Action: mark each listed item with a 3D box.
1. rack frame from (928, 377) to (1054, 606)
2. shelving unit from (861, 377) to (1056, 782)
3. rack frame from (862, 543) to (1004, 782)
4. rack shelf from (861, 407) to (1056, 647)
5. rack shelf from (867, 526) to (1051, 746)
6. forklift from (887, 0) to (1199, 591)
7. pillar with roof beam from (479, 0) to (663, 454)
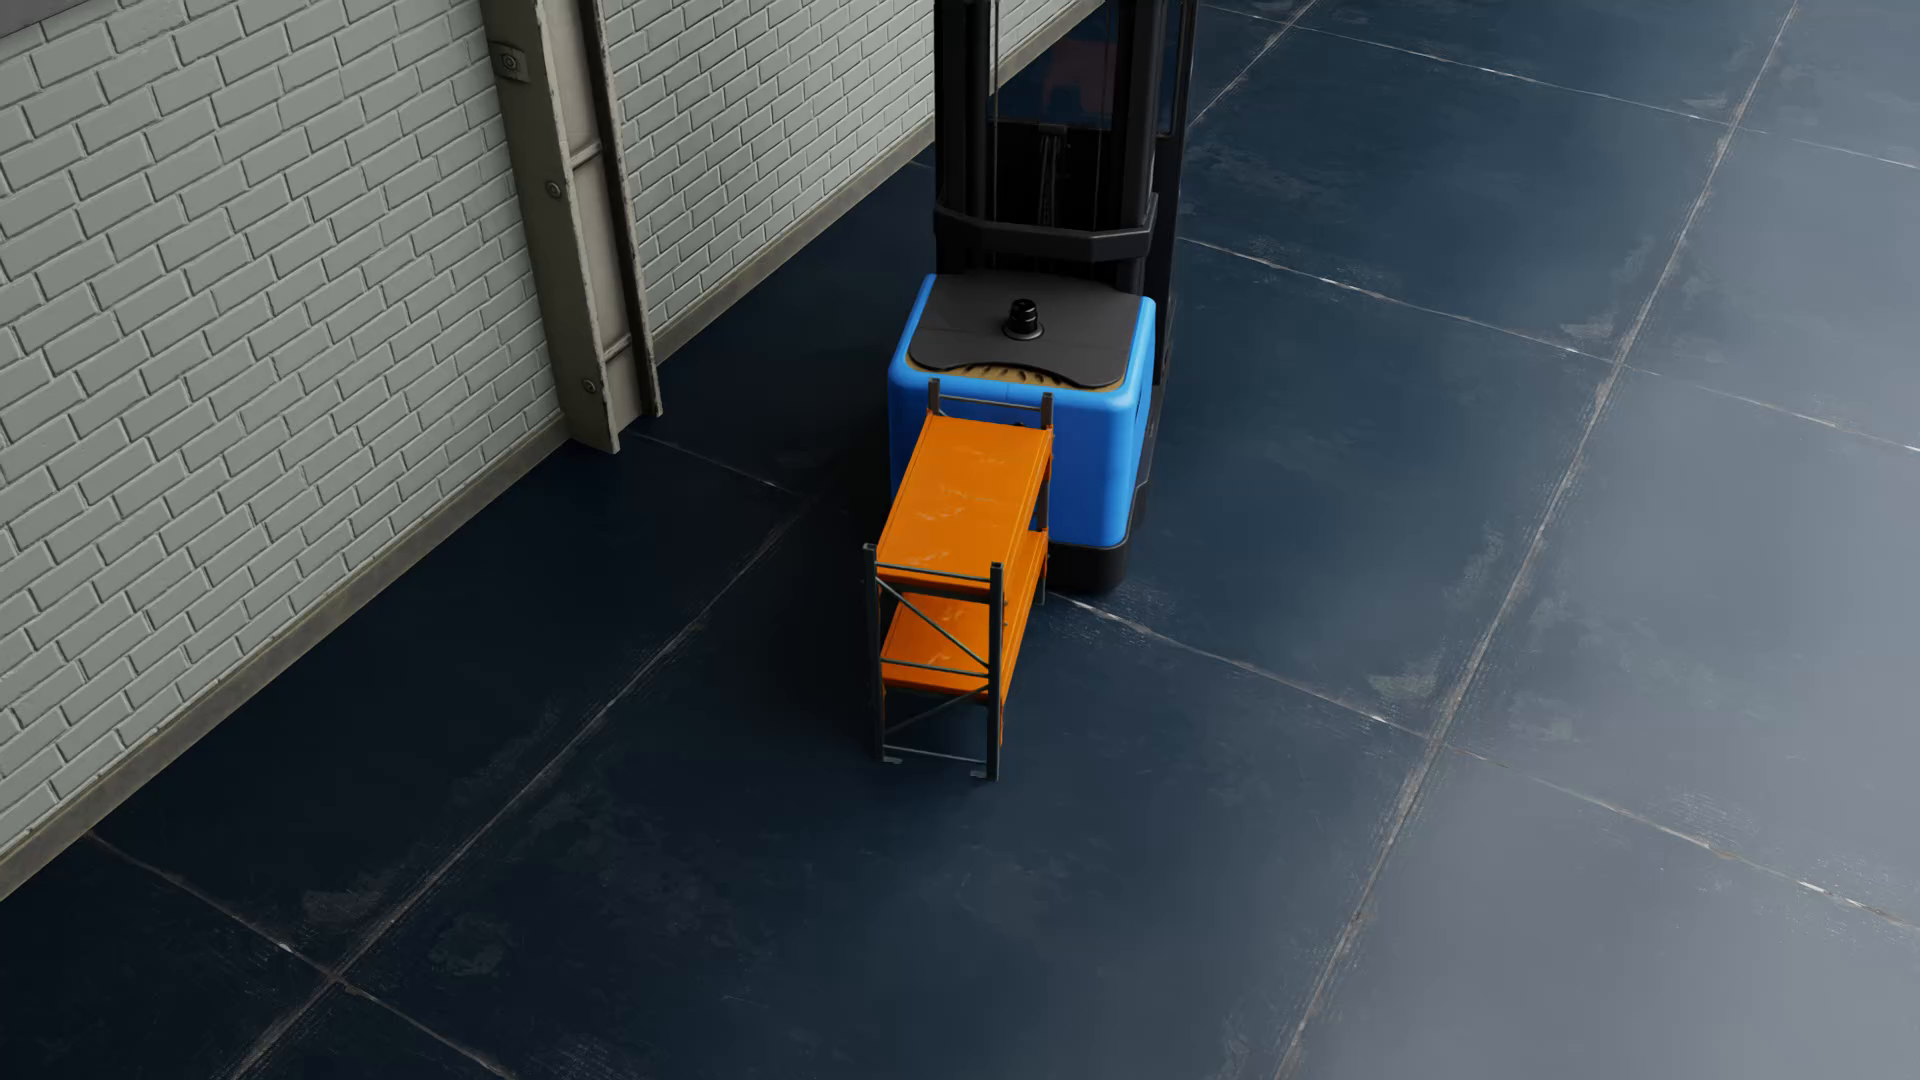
[{"bbox_3d":[0.121,-0.180,6.918,0.500,1.125,0.032,8,42,9],"label":"rack frame"},{"bbox_3d":[0.013,0.149,6.546,0.538,1.125,1.048,8,42,9],"label":"shelving unit"},{"bbox_3d":[-0.096,0.477,6.173,0.500,1.125,0.032,8,42,9],"label":"rack frame"},{"bbox_3d":[0.013,-0.071,6.352,0.538,0.278,1.000,8,42,9],"label":"rack shelf"},{"bbox_3d":[0.013,0.332,6.707,0.538,0.278,1.000,8,42,9],"label":"rack shelf"},{"bbox_3d":[0.481,-1.863,7.463,1.130,2.935,3.031,8,42,8],"label":"forklift"},{"bbox_3d":[2.019,-2.529,3.629,9.100,9.000,0.400,21,45,22],"label":"pillar with roof beam"}]
